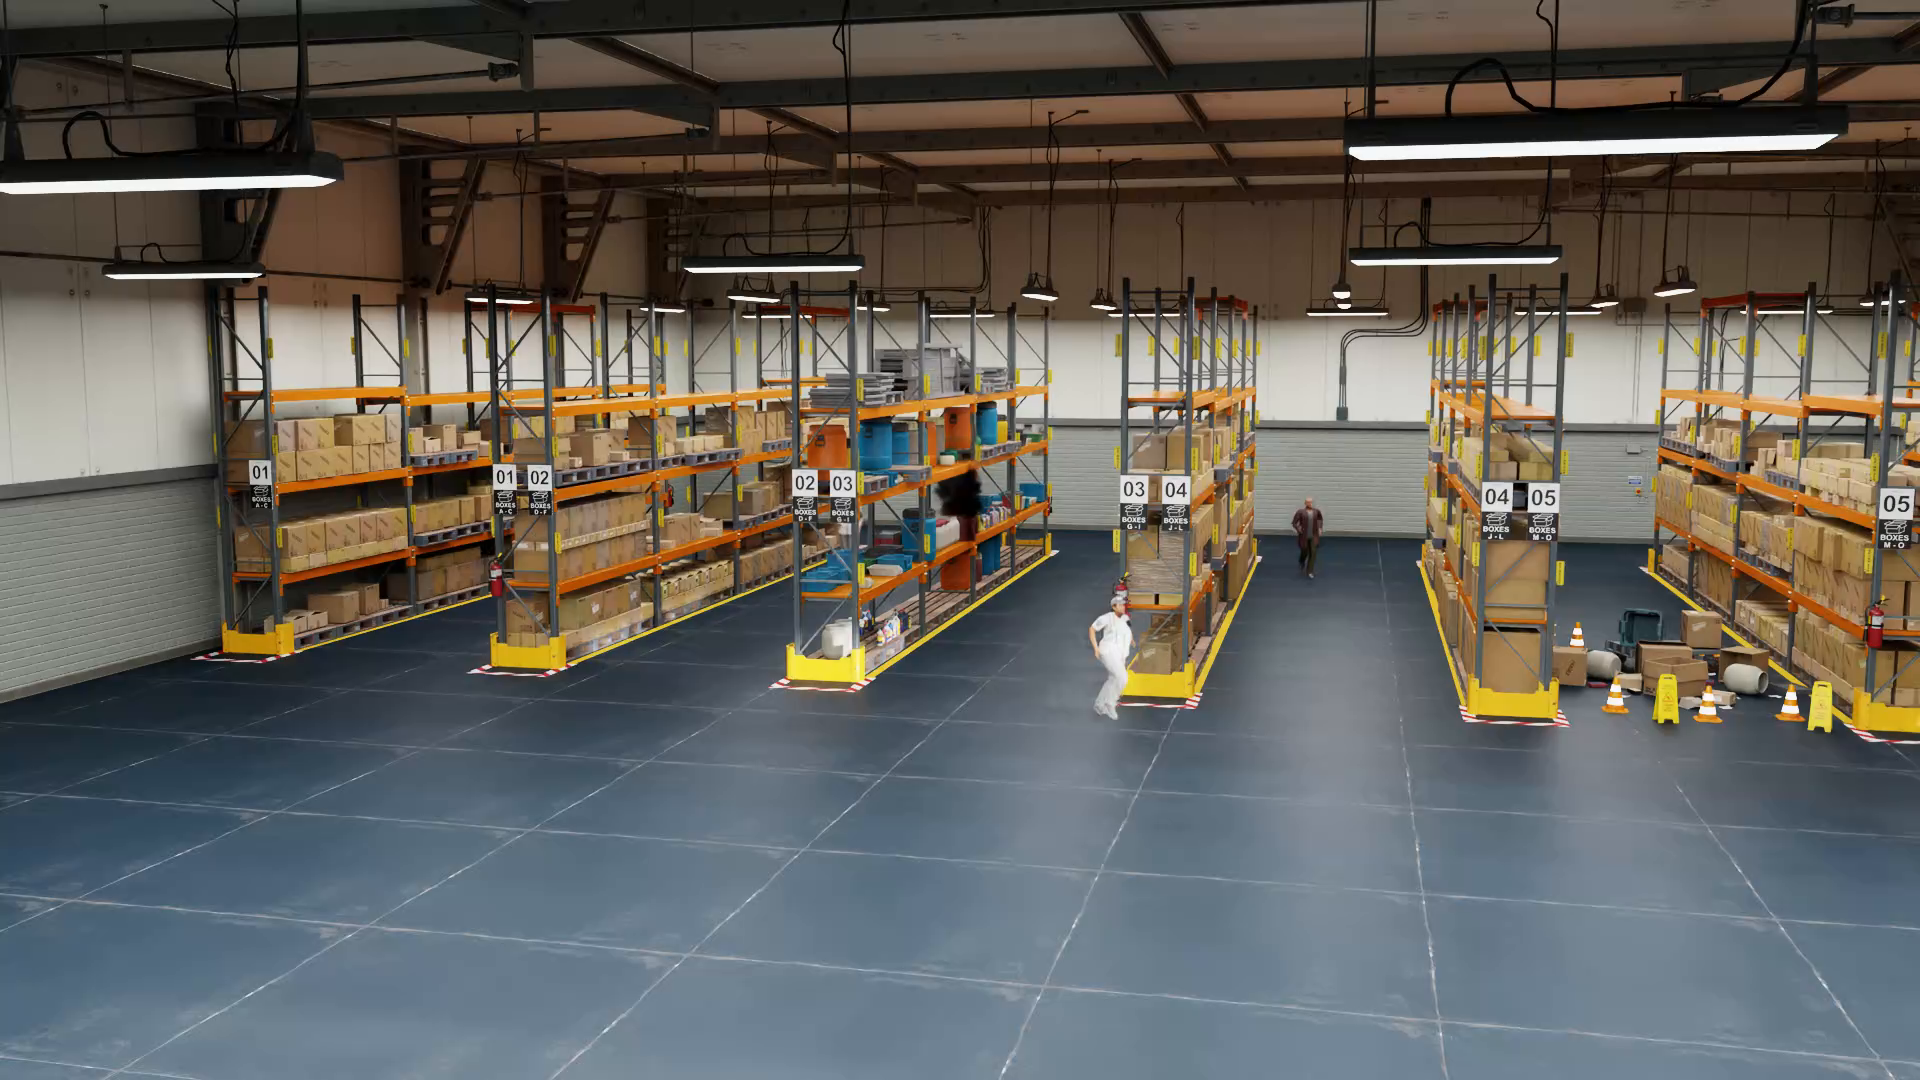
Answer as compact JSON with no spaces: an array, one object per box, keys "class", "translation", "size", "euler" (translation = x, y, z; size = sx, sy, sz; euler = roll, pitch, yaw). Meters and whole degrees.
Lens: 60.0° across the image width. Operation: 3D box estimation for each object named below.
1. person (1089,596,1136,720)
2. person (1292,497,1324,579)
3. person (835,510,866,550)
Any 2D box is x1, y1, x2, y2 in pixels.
[{"class":"person","translation":[2.127,1.585,22.665],"size":[0.591,1.630,0.652],"euler":[-6,9,-40]},{"class":"person","translation":[7.658,-0.061,36.569],"size":[0.716,1.765,0.930],"euler":[0,7,1]},{"class":"person","translation":[-2.305,-0.095,34.497],"size":[0.633,1.832,0.691],"euler":[1,7,8]}]
